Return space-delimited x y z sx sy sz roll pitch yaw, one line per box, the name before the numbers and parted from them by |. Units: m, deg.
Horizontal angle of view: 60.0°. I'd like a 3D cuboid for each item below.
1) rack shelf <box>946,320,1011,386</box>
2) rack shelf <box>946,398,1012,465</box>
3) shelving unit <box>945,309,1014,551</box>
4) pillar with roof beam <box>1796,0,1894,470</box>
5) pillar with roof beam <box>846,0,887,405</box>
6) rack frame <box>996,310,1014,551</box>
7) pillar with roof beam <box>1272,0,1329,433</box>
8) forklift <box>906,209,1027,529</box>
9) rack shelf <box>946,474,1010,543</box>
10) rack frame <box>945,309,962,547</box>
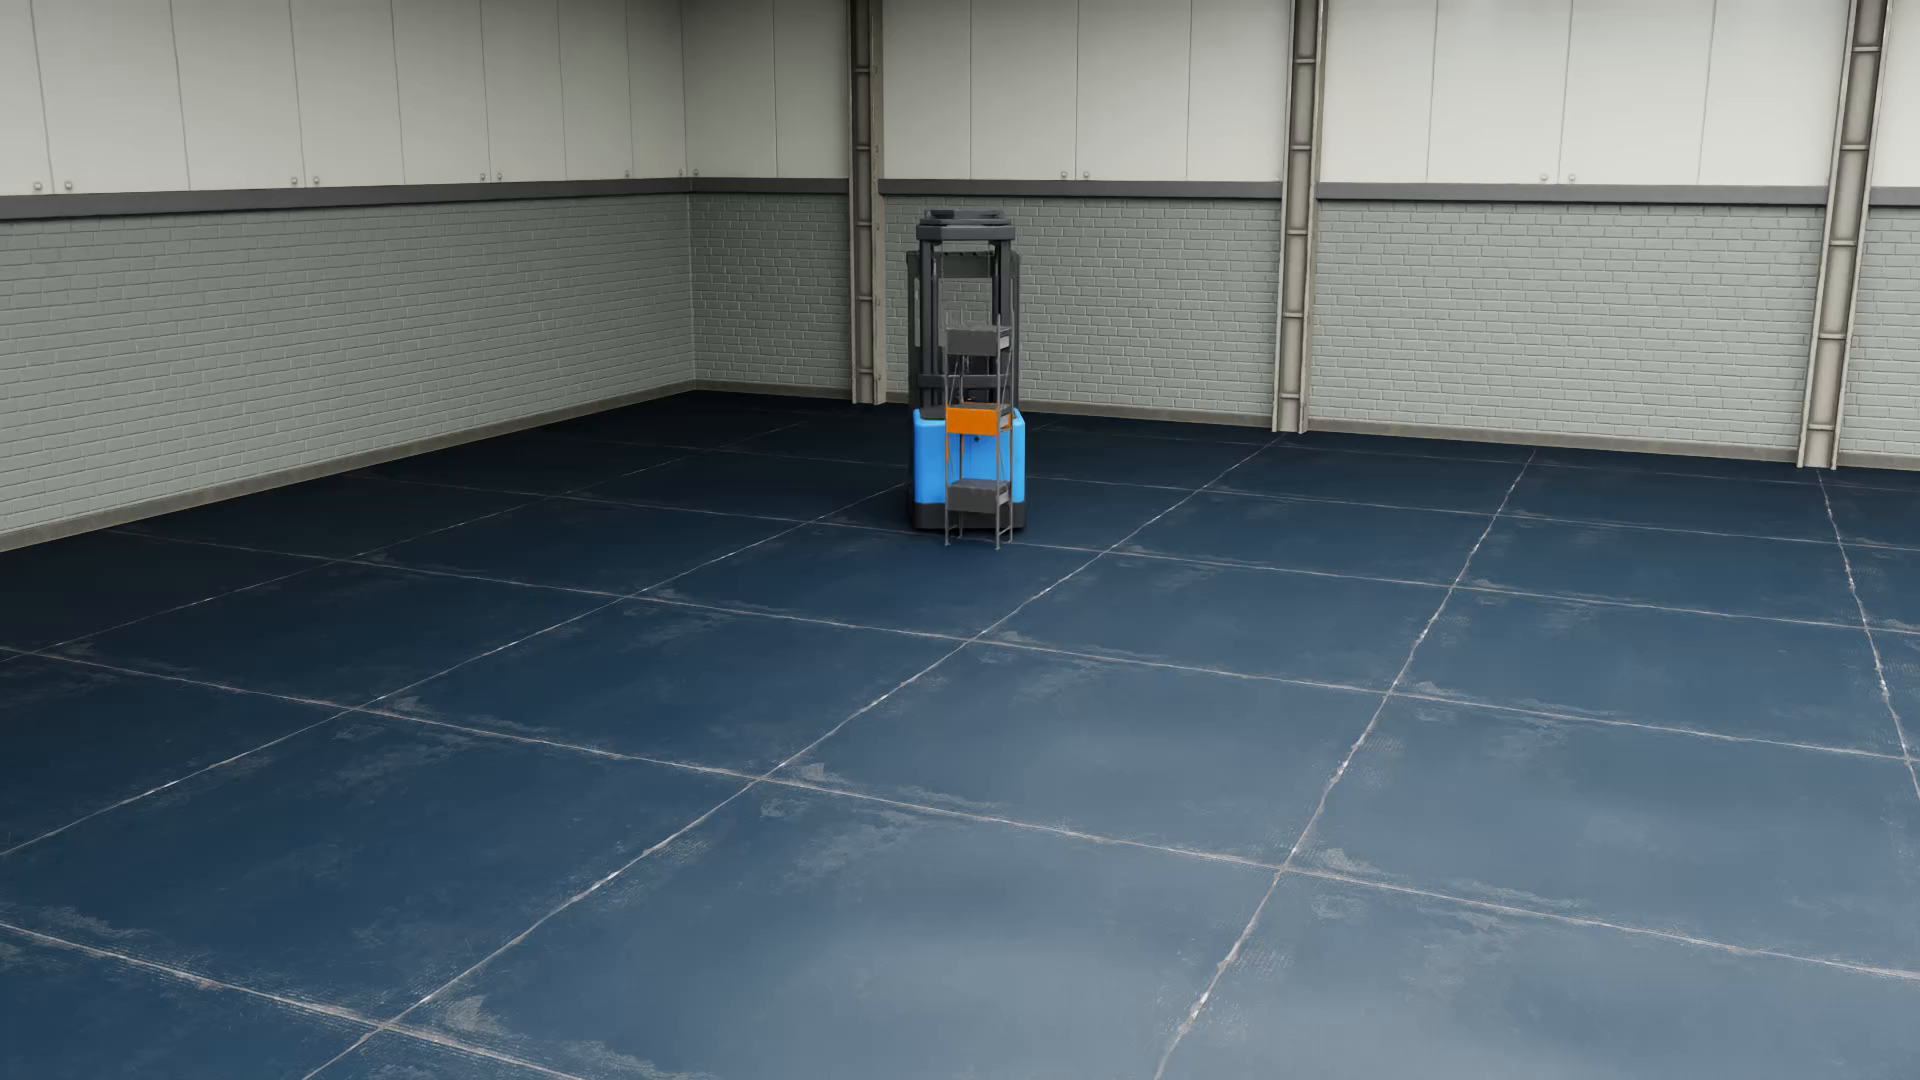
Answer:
rack shelf | 0.173 -1.654 14.698 0.480 0.518 0.431 5 14 20
rack shelf | 0.173 -0.973 14.858 0.480 0.518 0.431 5 14 20
shelving unit | 0.173 -0.986 14.855 0.503 2.100 0.431 5 14 20
pillar with roof beam | 7.945 -4.321 13.965 0.400 9.000 9.100 6 14 23
pillar with roof beam | -3.027 -5.431 18.697 0.400 9.000 9.100 6 14 23
rack frame | 0.402 -0.966 14.771 0.015 2.100 0.400 5 14 20
pillar with roof beam | 2.459 -4.876 16.331 0.400 9.000 9.100 6 14 23
forklift | 0.023 -1.809 16.544 1.130 2.935 3.031 -1 13 -3
rack shelf | 0.173 -0.291 15.018 0.480 0.518 0.431 5 14 20
rack frame | -0.055 -1.006 14.939 0.015 2.100 0.400 5 14 20
